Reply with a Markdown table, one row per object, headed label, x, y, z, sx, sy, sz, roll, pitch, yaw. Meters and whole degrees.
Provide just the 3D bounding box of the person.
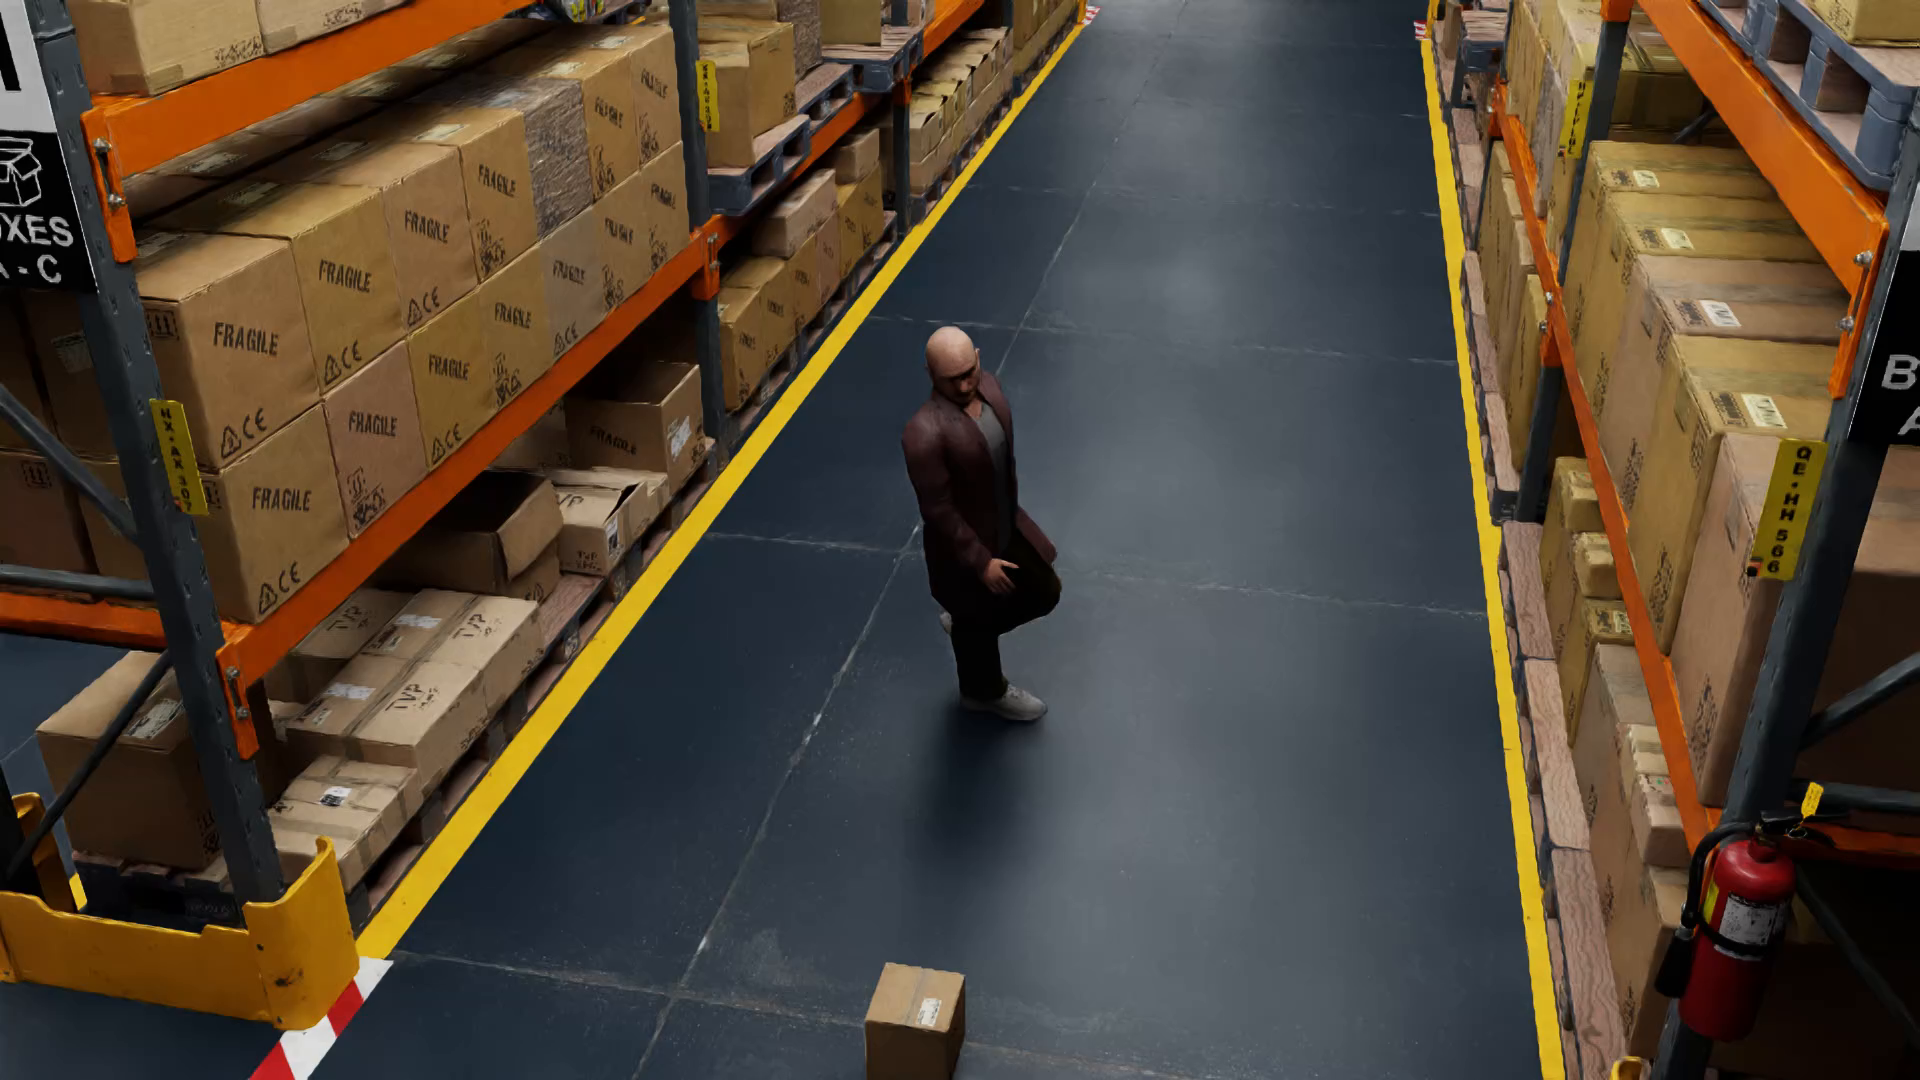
| label | x | y | z | sx | sy | sz | roll | pitch | yaw |
| --- | --- | --- | --- | --- | --- | --- | --- | --- | --- |
| person | 0.042 | -0.025 | 6.186 | 0.556 | 1.737 | 0.717 | 19 | 34 | 31 |
